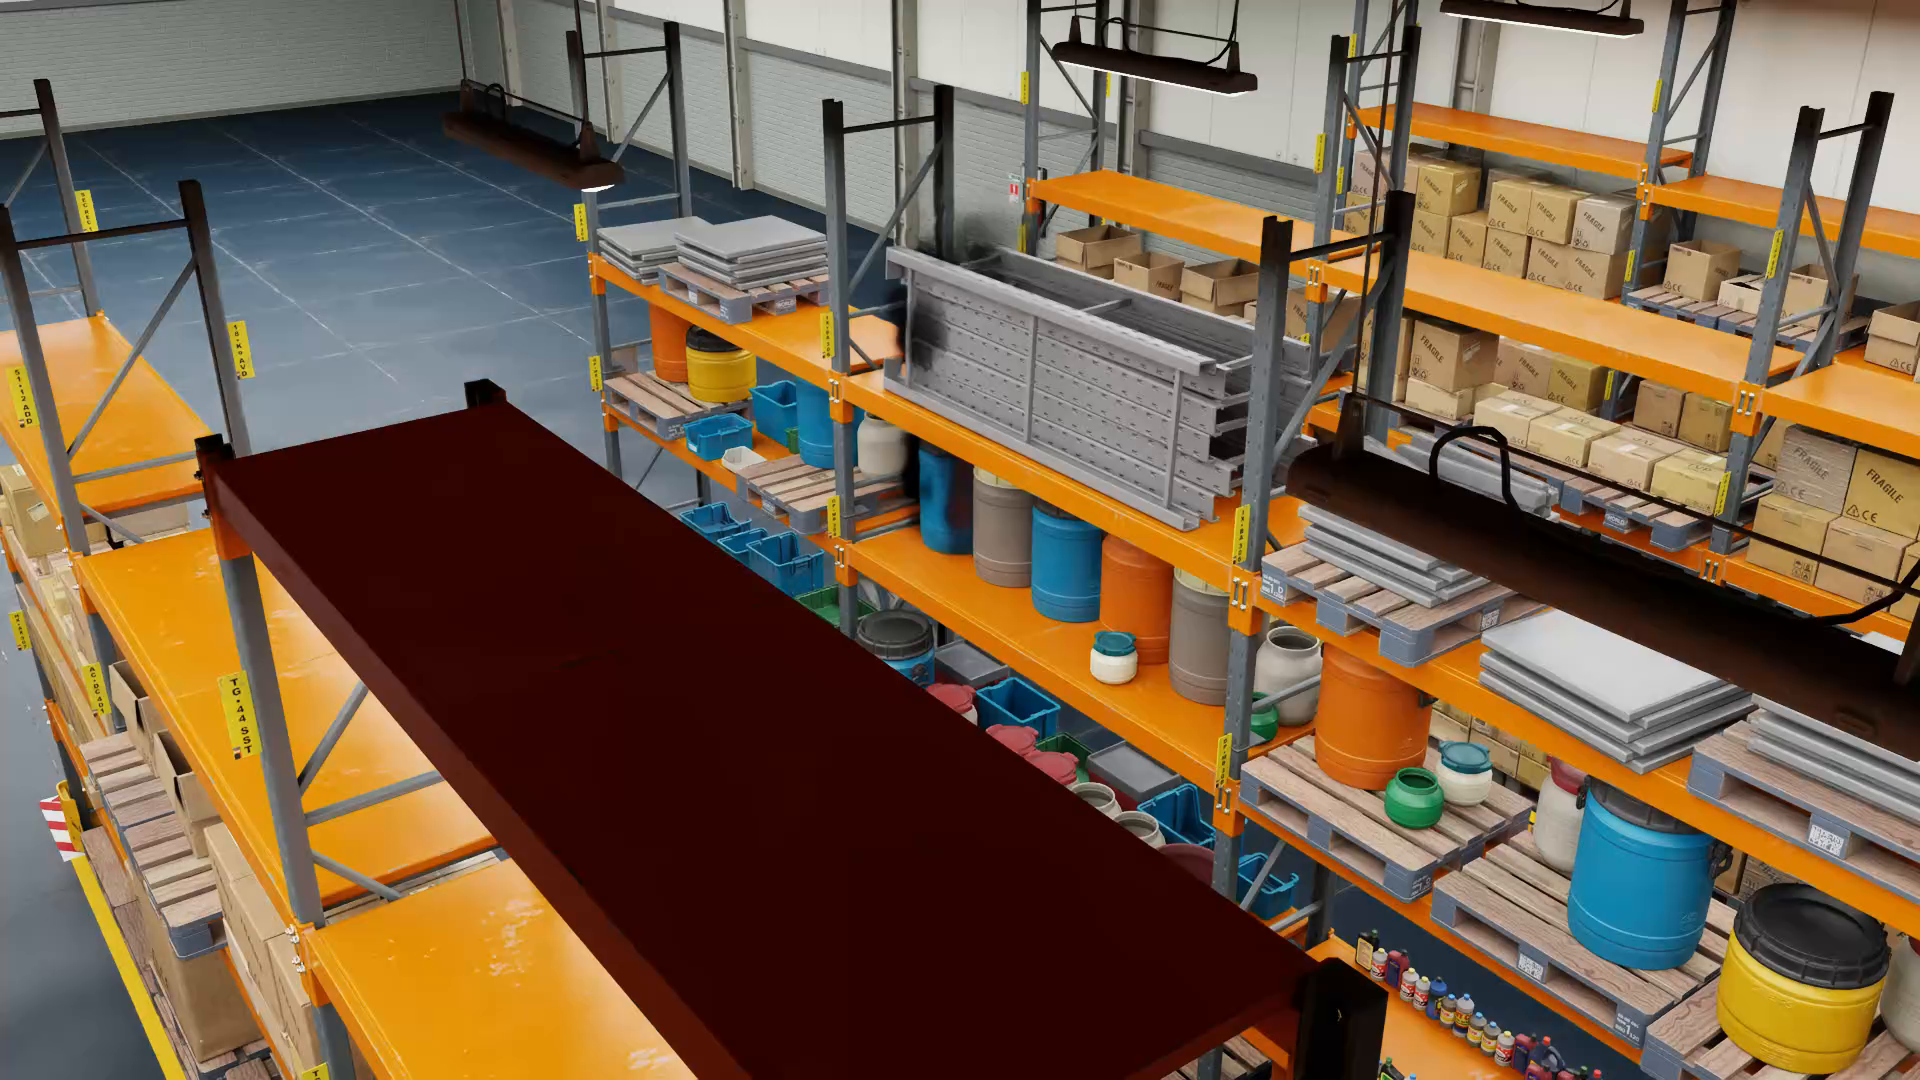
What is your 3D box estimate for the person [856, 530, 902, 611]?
[{"bbox_3d":[-0.808,0.111,16.088,0.635,1.723,0.618,-16,29,-31],"label":"person"}]
